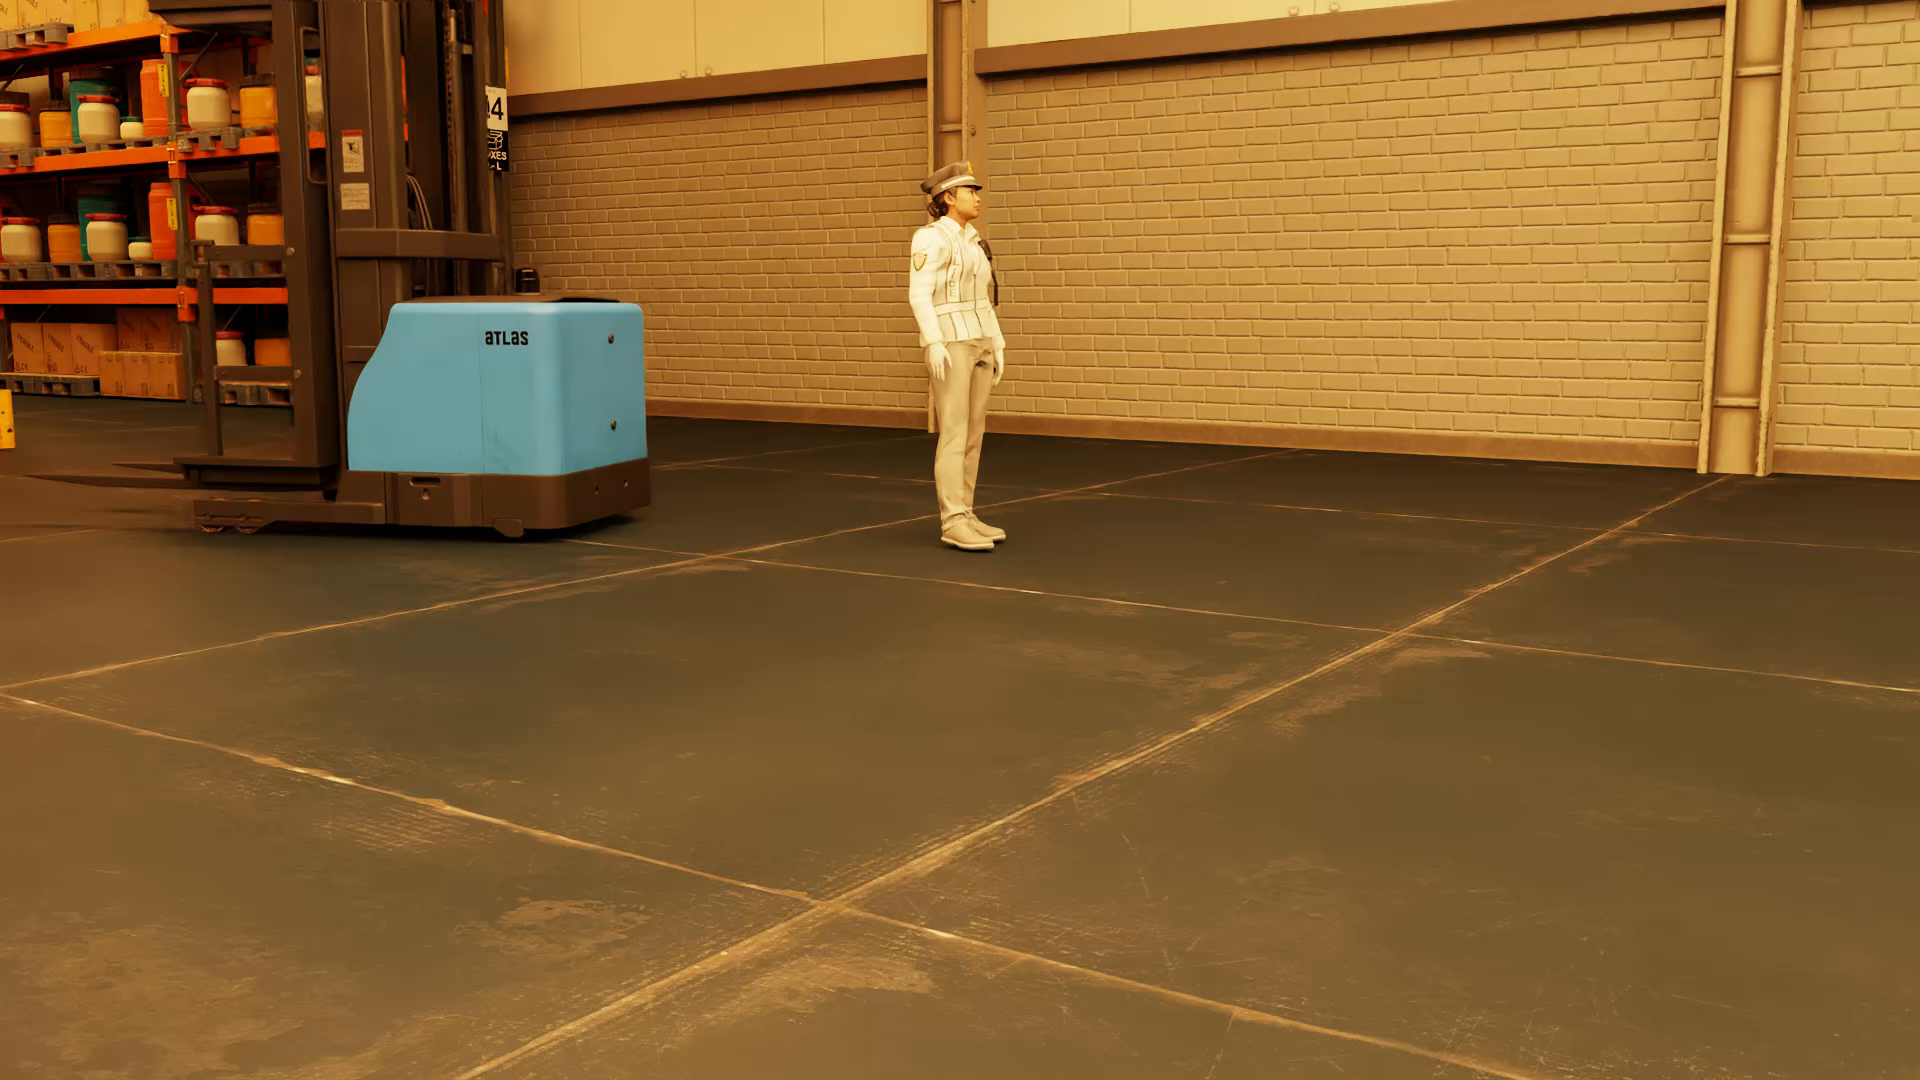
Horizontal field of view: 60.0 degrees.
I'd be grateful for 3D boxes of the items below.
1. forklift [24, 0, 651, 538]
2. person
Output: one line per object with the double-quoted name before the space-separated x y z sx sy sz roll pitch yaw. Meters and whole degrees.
"forklift" -3.123 -1.548 8.077 3.031 2.935 1.130 2 8 14
"person" 0.052 -0.840 7.441 0.533 1.696 0.588 5 10 34
